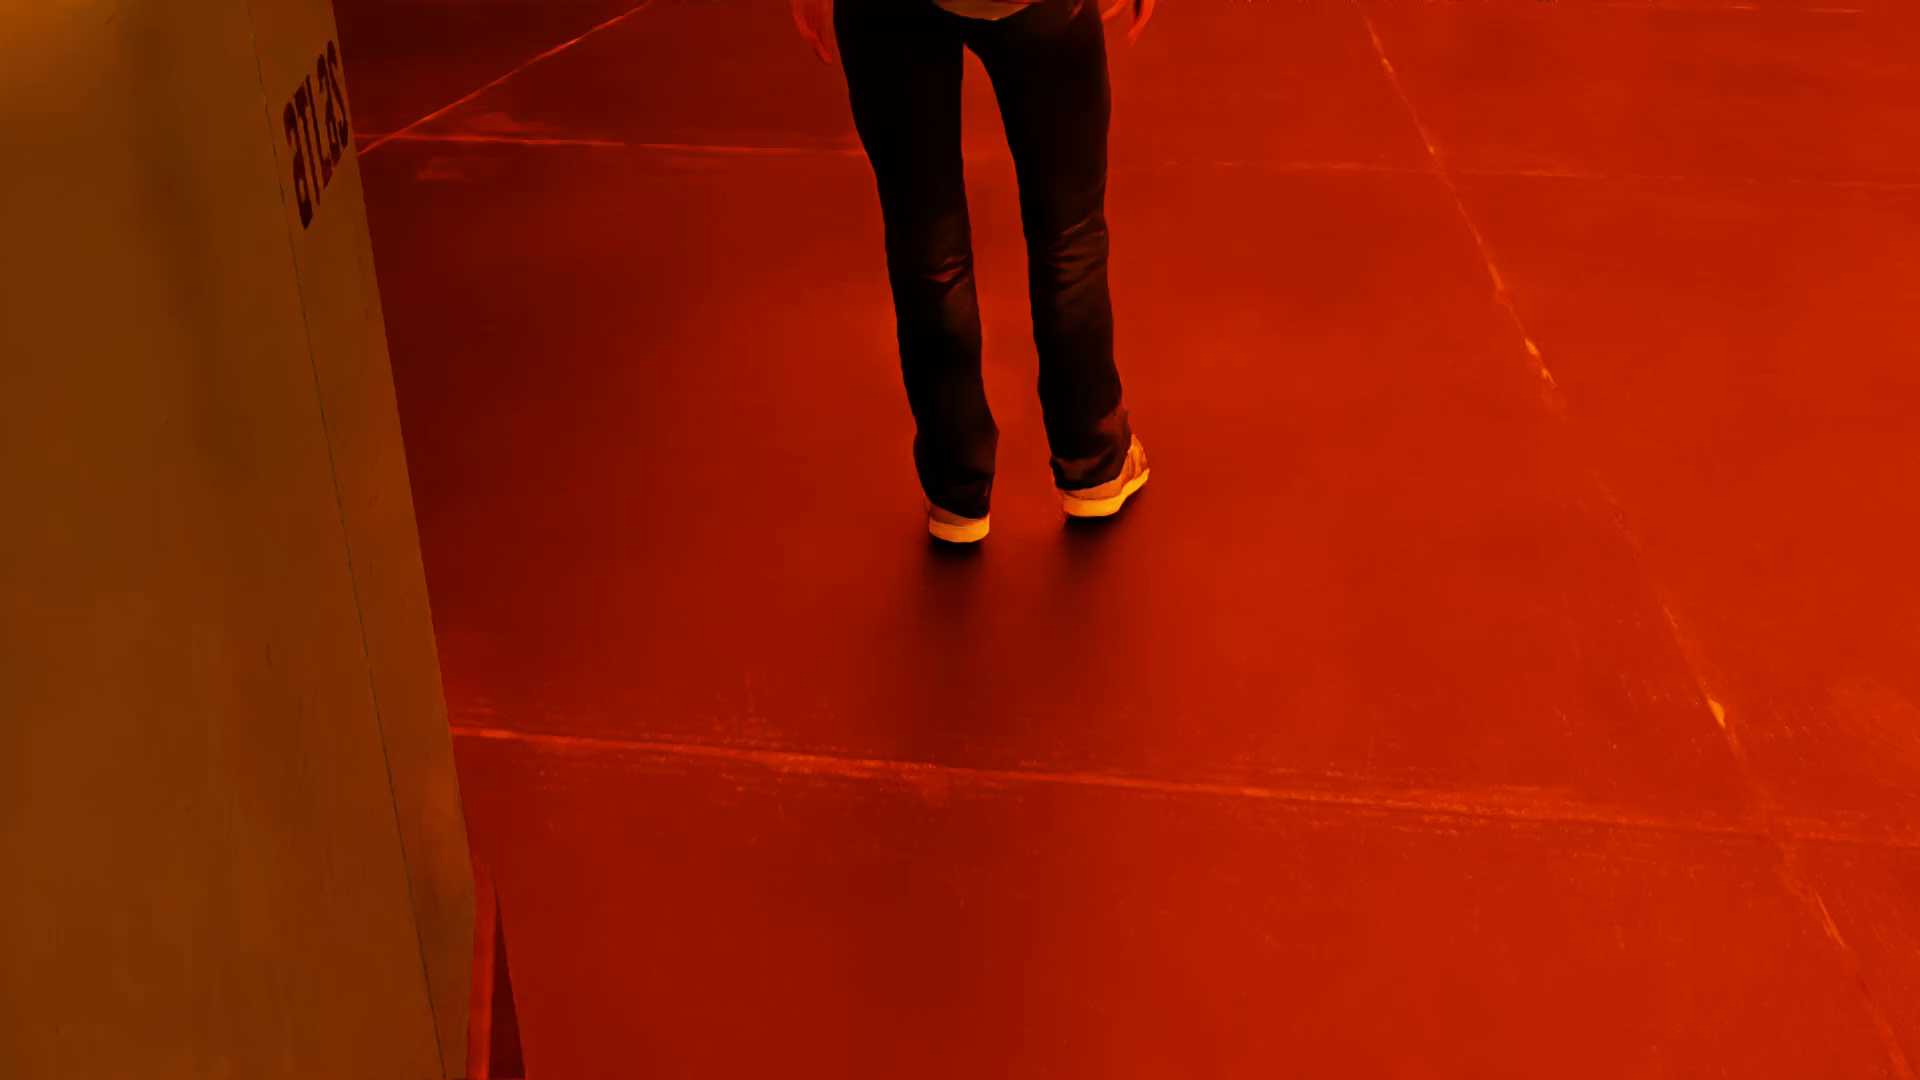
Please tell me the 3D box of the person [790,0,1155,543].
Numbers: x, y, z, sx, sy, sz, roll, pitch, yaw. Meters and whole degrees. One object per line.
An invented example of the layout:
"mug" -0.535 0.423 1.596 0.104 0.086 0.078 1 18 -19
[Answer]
"person" 0.023 -0.753 2.204 0.520 1.597 0.474 3 27 7
